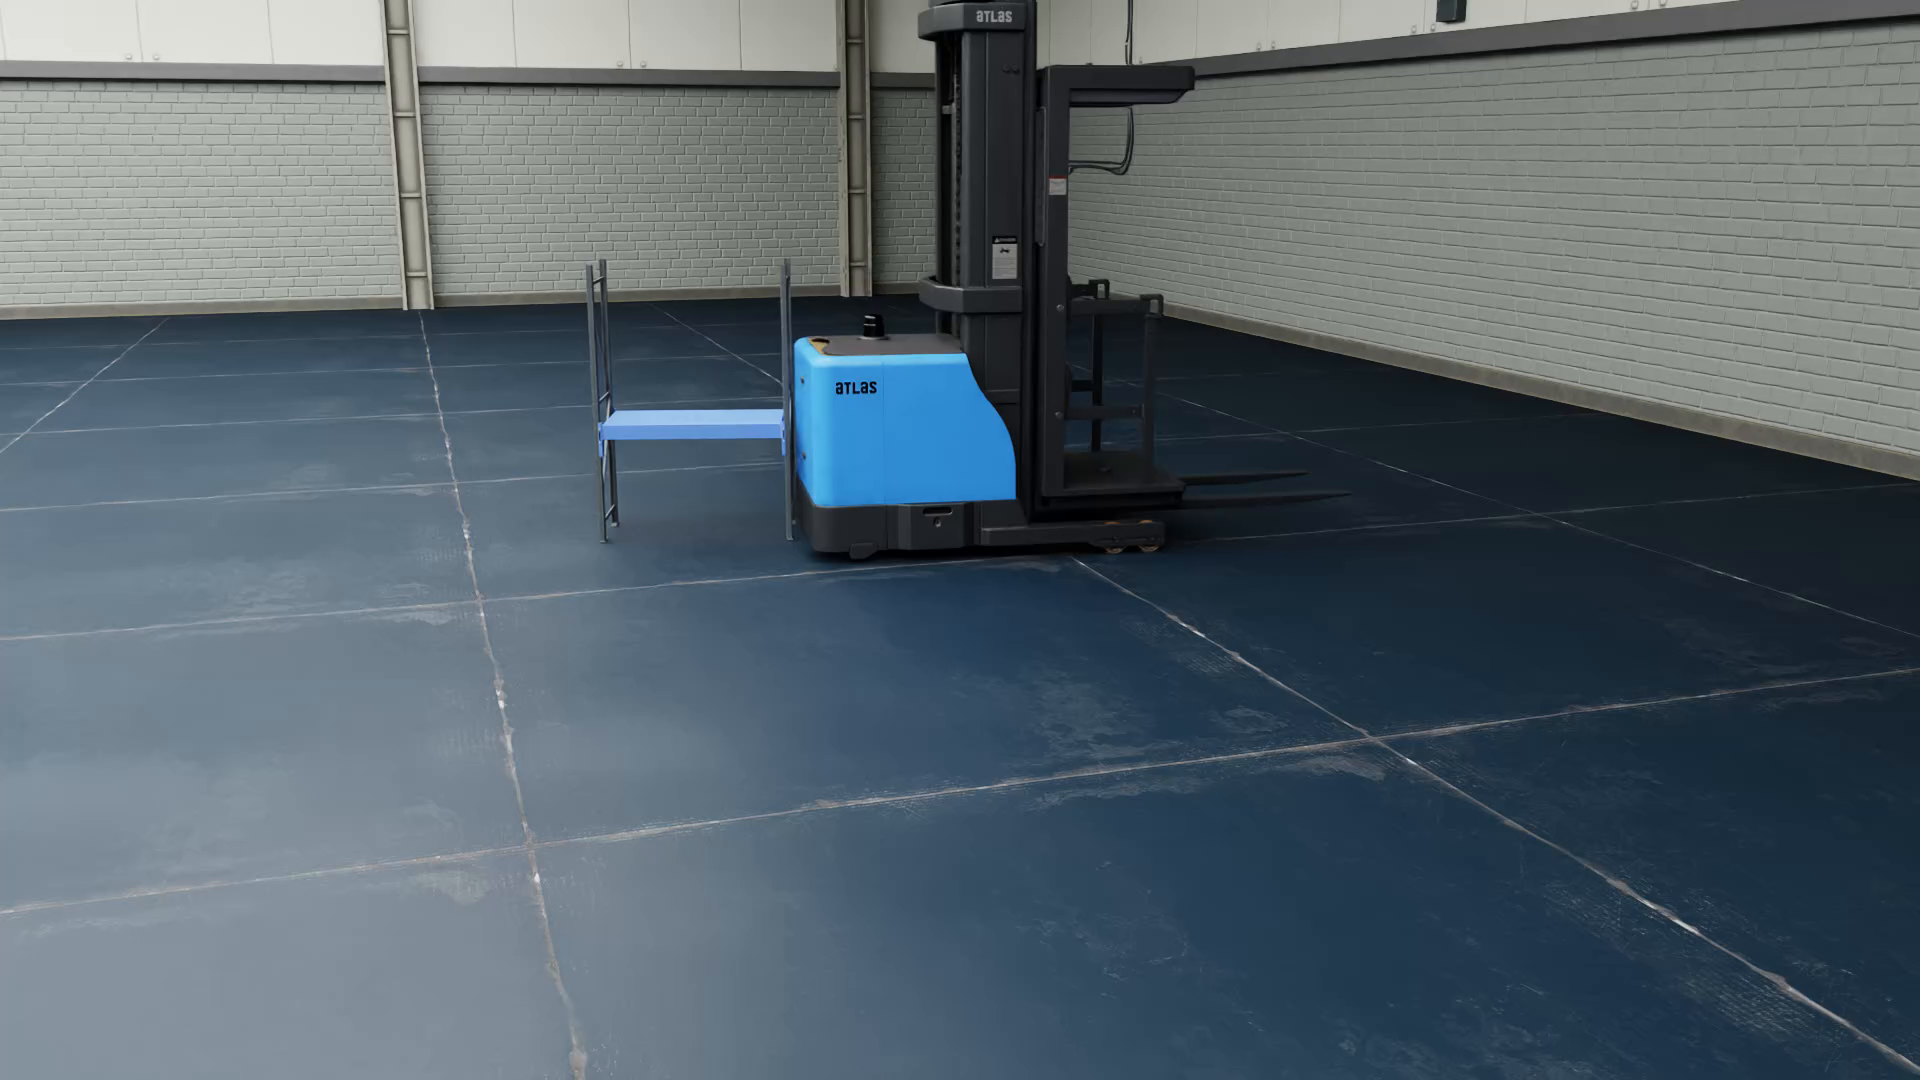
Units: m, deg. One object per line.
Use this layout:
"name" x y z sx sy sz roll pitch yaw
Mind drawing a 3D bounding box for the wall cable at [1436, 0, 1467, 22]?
"wall cable" 4.737 -7.389 13.411 0.169 6.003 2.305 -4 14 -18

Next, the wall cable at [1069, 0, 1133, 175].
"wall cable" 1.725 -6.307 22.922 0.112 2.526 3.097 -4 14 -18

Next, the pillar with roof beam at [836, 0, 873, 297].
"pillar with roof beam" -0.116 -6.946 18.898 0.400 9.000 9.100 -4 14 -18

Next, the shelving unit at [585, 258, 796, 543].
"shelving unit" -1.457 -0.777 9.169 1.048 1.500 0.538 -1 13 -3

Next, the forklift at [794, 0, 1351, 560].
"forklift" 0.635 -1.474 9.007 3.031 2.935 1.130 -3 14 -11

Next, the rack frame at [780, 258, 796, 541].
"rack frame" -0.949 -0.783 9.196 0.032 1.500 0.500 -1 13 -3

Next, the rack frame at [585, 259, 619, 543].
"rack frame" -1.964 -0.771 9.142 0.032 1.500 0.500 -1 13 -3

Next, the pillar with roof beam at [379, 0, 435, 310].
"pillar with roof beam" -5.803 -6.503 17.037 0.400 9.000 9.100 -4 14 -18

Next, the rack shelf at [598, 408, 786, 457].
"rack shelf" -1.457 -0.602 9.210 1.000 0.185 0.538 -1 13 -3
